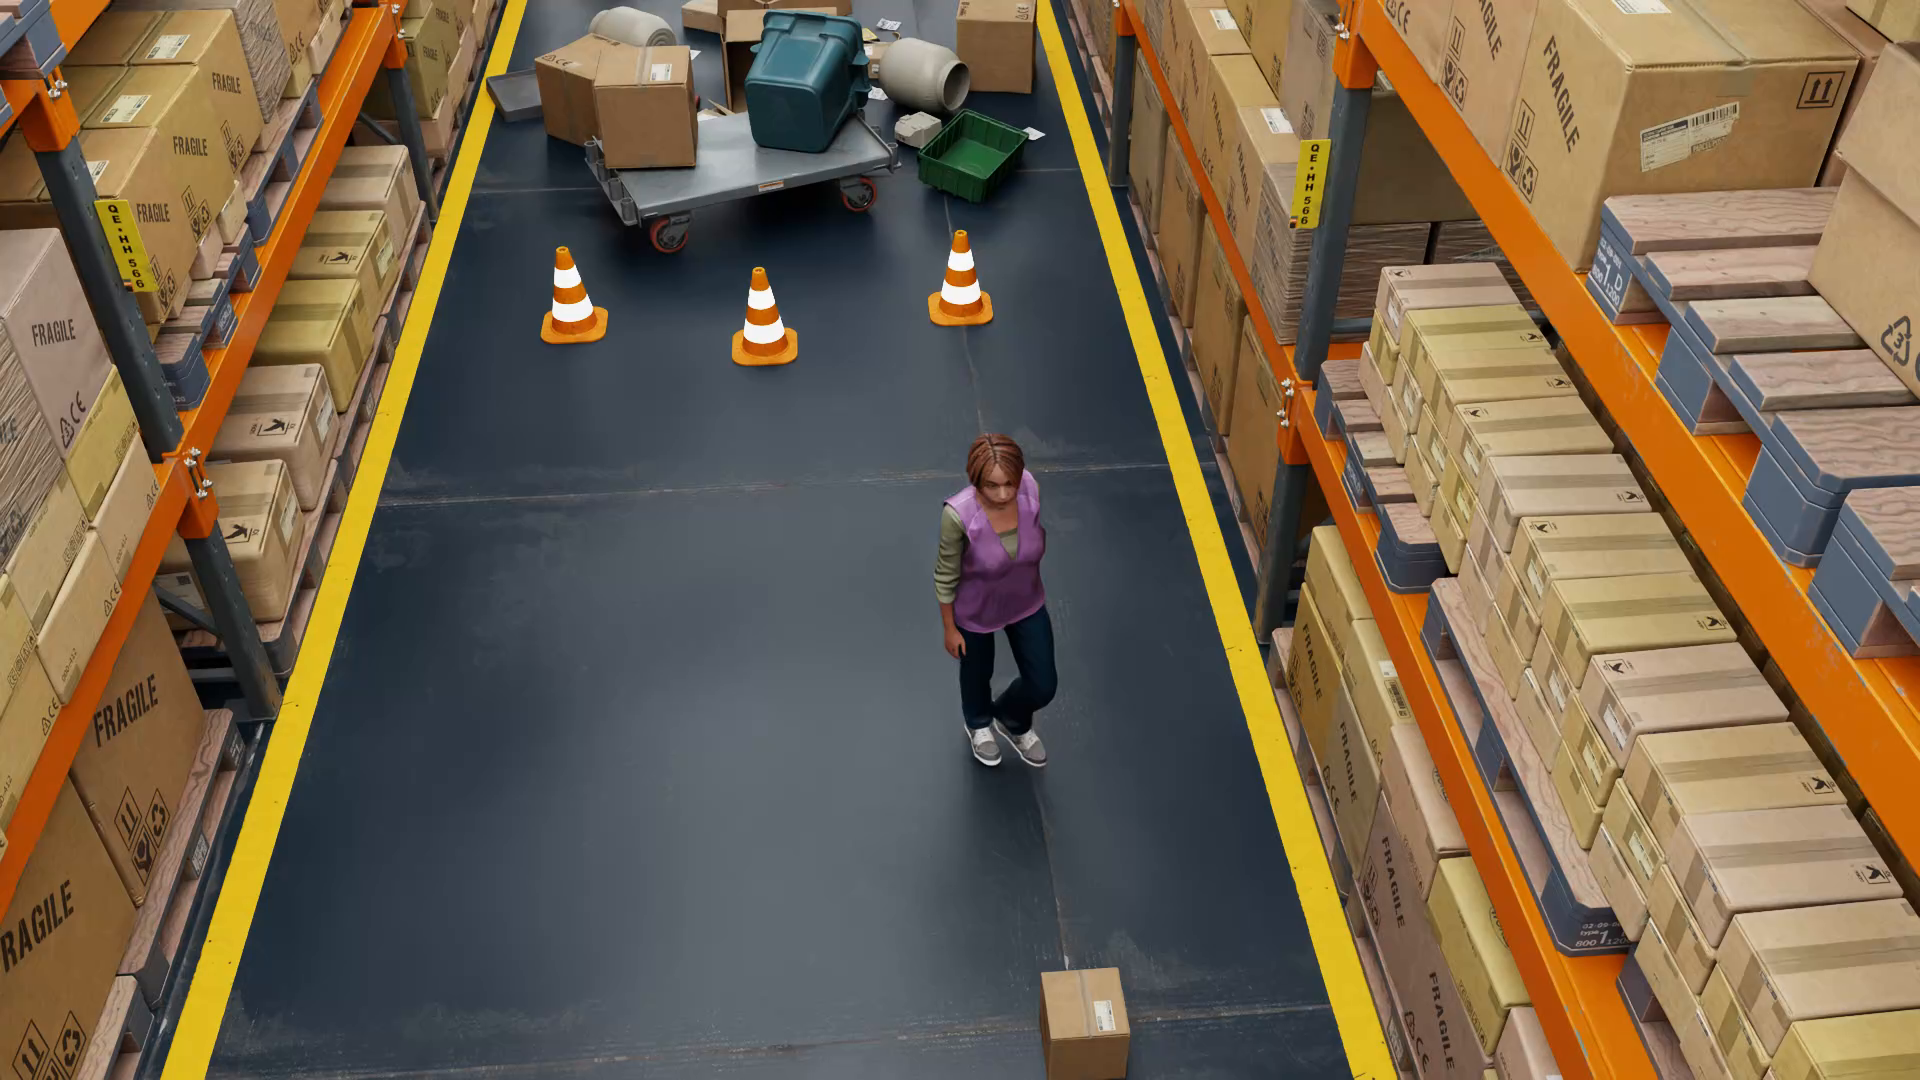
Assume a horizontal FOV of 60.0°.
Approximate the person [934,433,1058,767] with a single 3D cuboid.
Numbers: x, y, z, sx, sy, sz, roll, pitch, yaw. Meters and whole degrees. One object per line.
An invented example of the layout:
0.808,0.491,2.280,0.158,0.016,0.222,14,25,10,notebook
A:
0.104,0.232,5.854,0.433,1.582,0.475,-13,41,-15,person
